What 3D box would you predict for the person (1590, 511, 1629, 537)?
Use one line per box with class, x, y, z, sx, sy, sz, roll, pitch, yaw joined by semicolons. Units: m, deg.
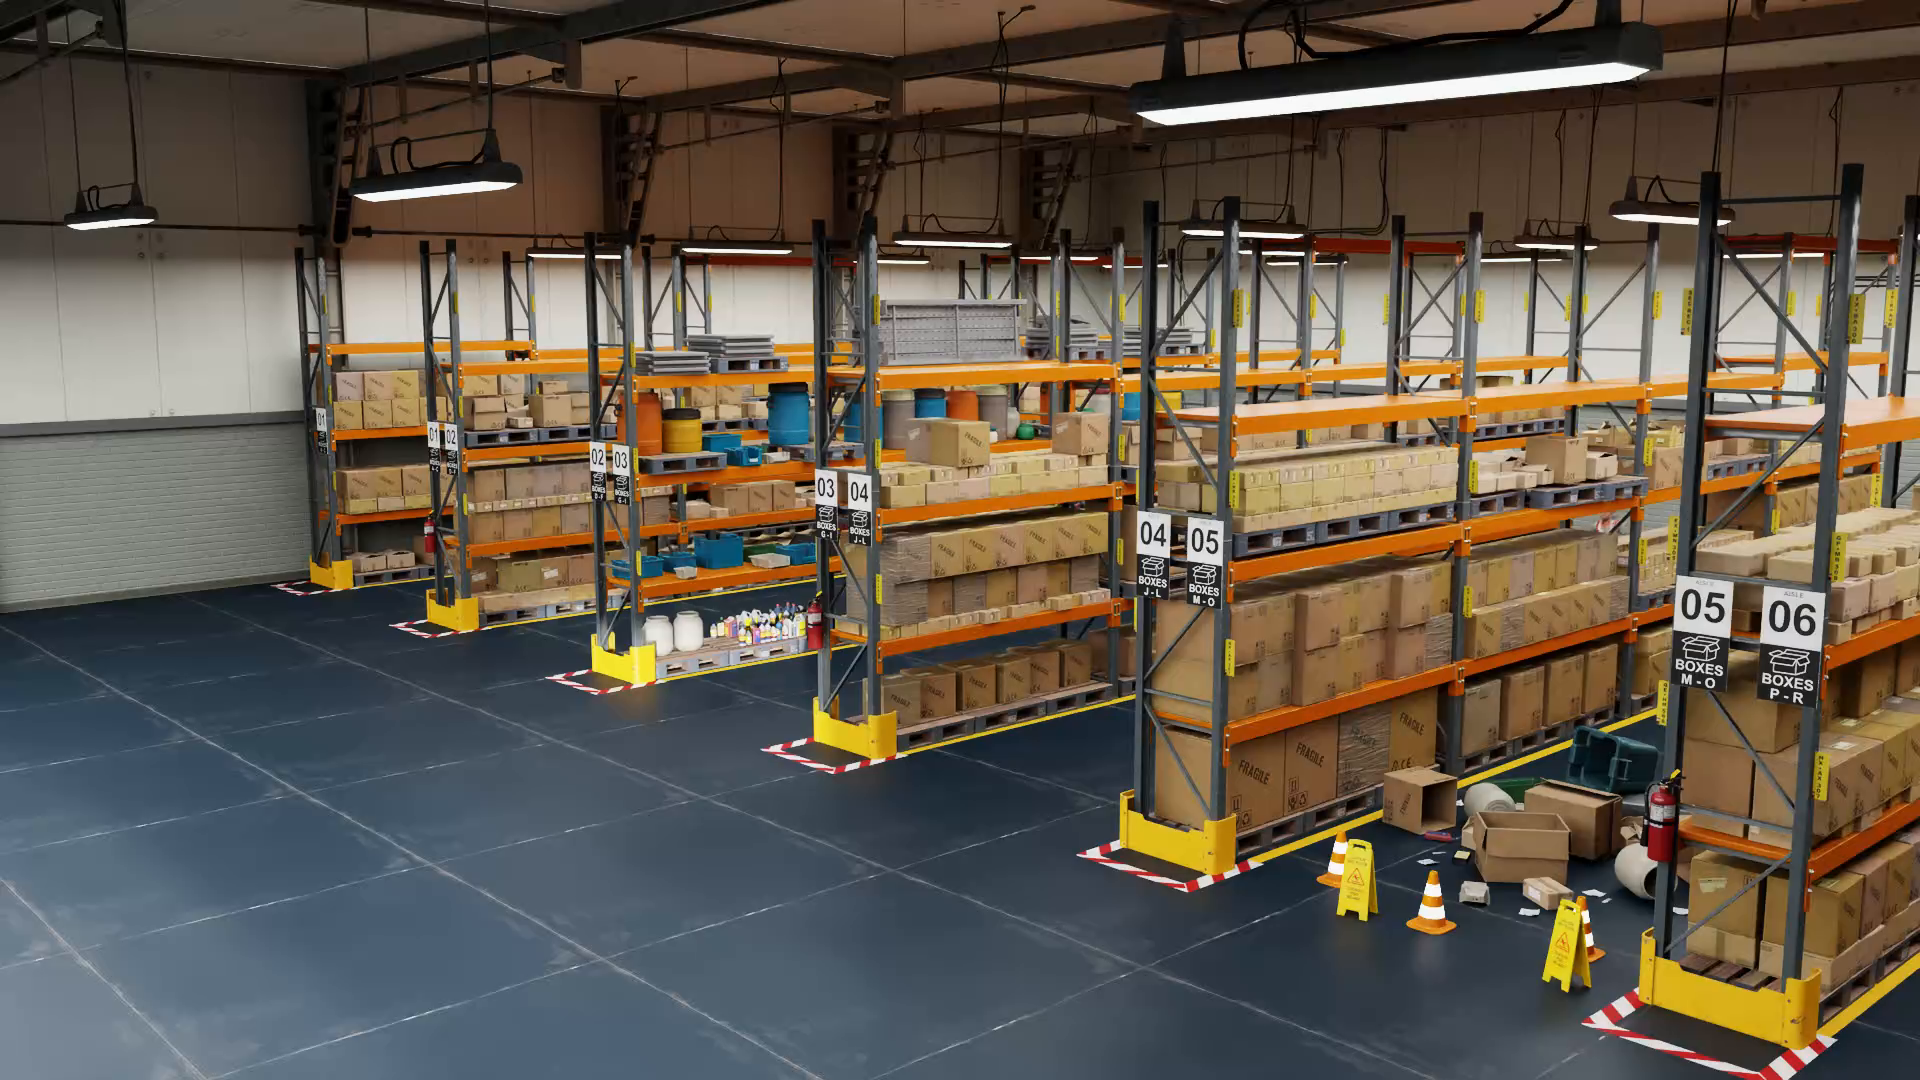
person;10.783;0.269;27.679;0.692;1.725;0.604;7;11;38
